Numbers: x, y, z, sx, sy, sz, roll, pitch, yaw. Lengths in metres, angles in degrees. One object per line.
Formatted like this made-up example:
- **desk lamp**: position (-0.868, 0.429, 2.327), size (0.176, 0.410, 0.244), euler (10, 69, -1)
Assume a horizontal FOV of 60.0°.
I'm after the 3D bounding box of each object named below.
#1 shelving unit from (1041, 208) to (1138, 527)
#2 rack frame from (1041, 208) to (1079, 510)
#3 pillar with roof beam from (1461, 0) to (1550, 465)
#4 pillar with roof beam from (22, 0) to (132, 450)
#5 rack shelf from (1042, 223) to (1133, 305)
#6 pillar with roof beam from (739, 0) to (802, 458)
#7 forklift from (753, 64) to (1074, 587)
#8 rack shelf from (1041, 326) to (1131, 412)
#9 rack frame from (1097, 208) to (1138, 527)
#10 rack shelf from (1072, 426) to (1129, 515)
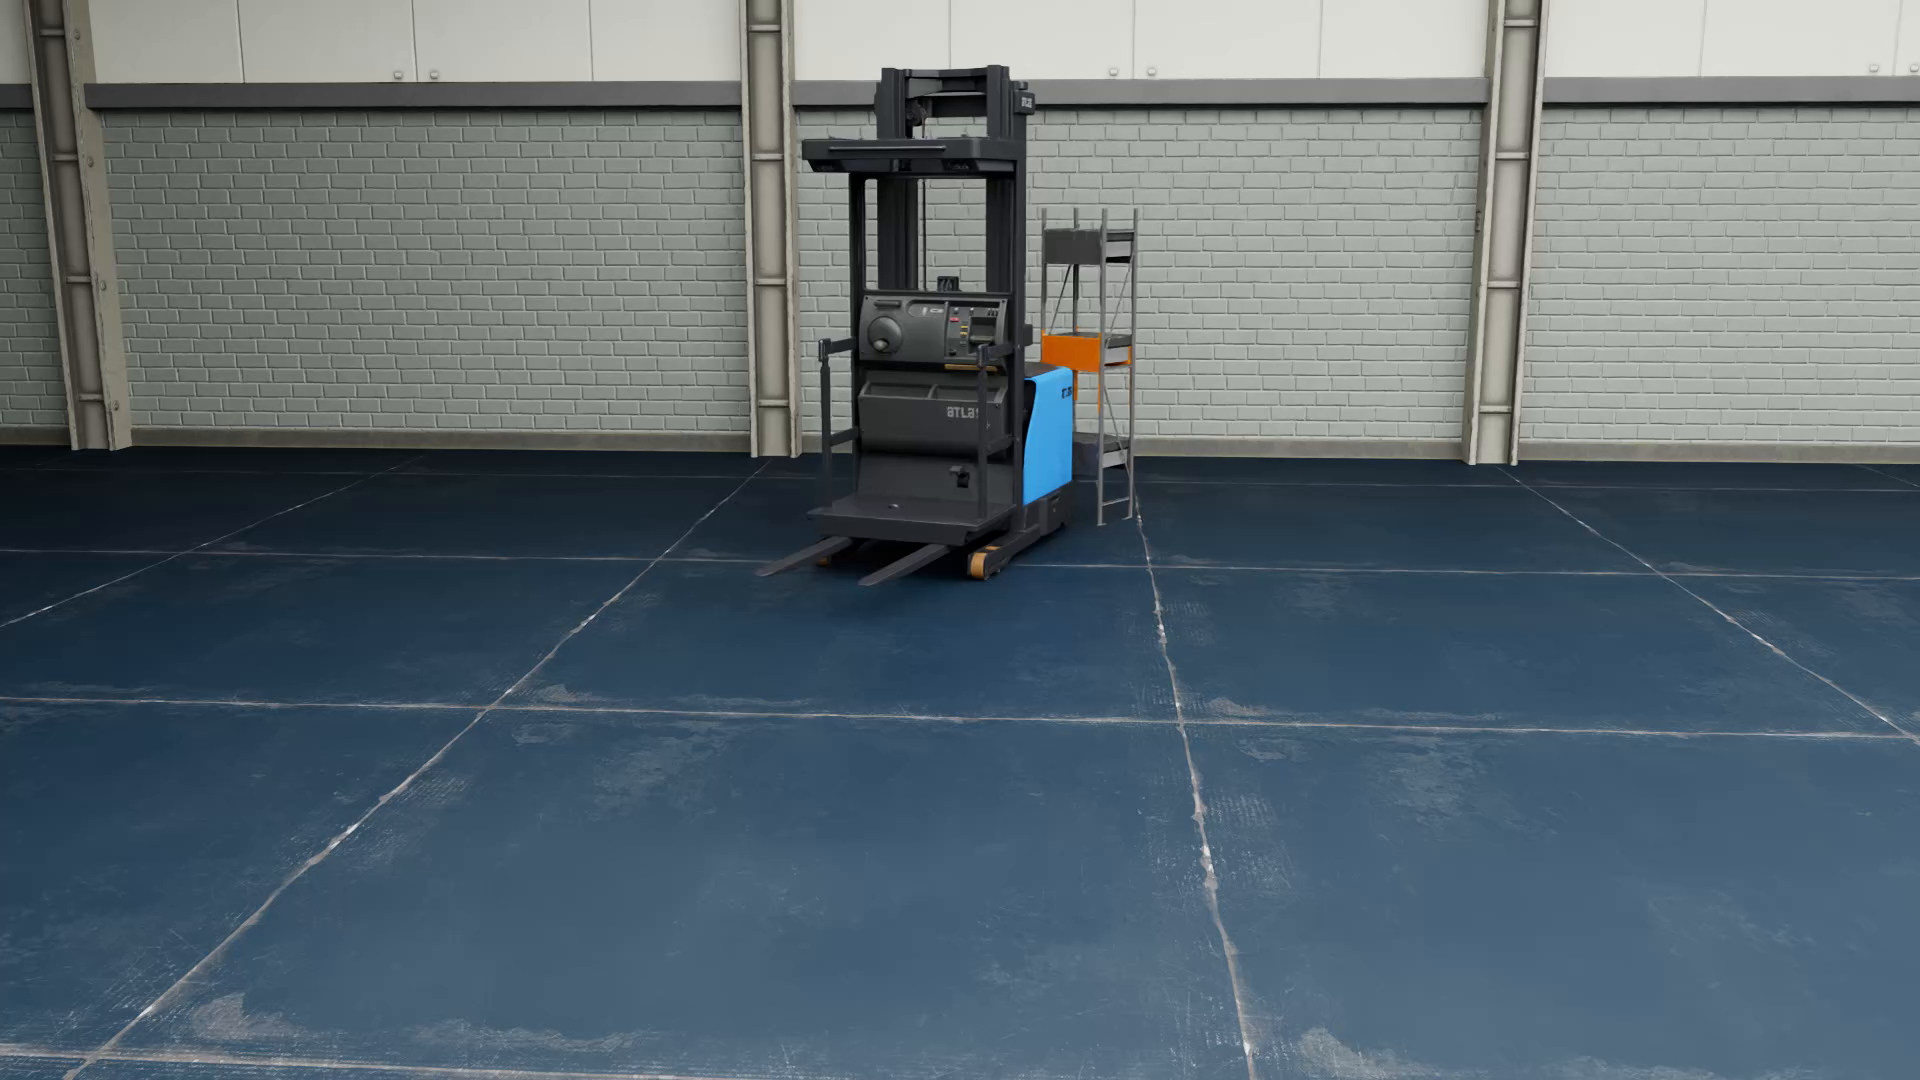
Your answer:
- **shelving unit**: position (0.868, -1.181, 11.283), size (0.503, 2.100, 0.431), euler (9, 15, 39)
- **rack frame**: position (0.680, -1.212, 11.436), size (0.015, 2.100, 0.400), euler (9, 15, 39)
- **pillar with roof beam**: position (4.125, -4.177, 8.758), size (0.400, 9.000, 9.100), euler (1, 12, 4)
- **pillar with roof beam**: position (-7.848, -4.341, 9.542), size (0.400, 9.000, 9.100), euler (1, 12, 4)
- **rack shelf**: position (0.867, -1.853, 11.144), size (0.480, 0.518, 0.431), euler (9, 15, 39)
- **pillar with roof beam**: position (-1.861, -4.259, 9.150), size (0.400, 9.000, 9.100), euler (1, 12, 4)
- **forklift**: position (-0.239, -1.295, 9.800), size (1.130, 2.935, 3.031), euler (5, 13, 21)
- **rack shelf**: position (0.868, -1.168, 11.286), size (0.480, 0.518, 0.431), euler (9, 15, 39)
- **rack frame**: position (1.056, -1.150, 11.131), size (0.015, 2.100, 0.400), euler (9, 15, 39)
- **rack shelf**: position (0.869, -0.482, 11.428), size (0.480, 0.518, 0.431), euler (9, 15, 39)
